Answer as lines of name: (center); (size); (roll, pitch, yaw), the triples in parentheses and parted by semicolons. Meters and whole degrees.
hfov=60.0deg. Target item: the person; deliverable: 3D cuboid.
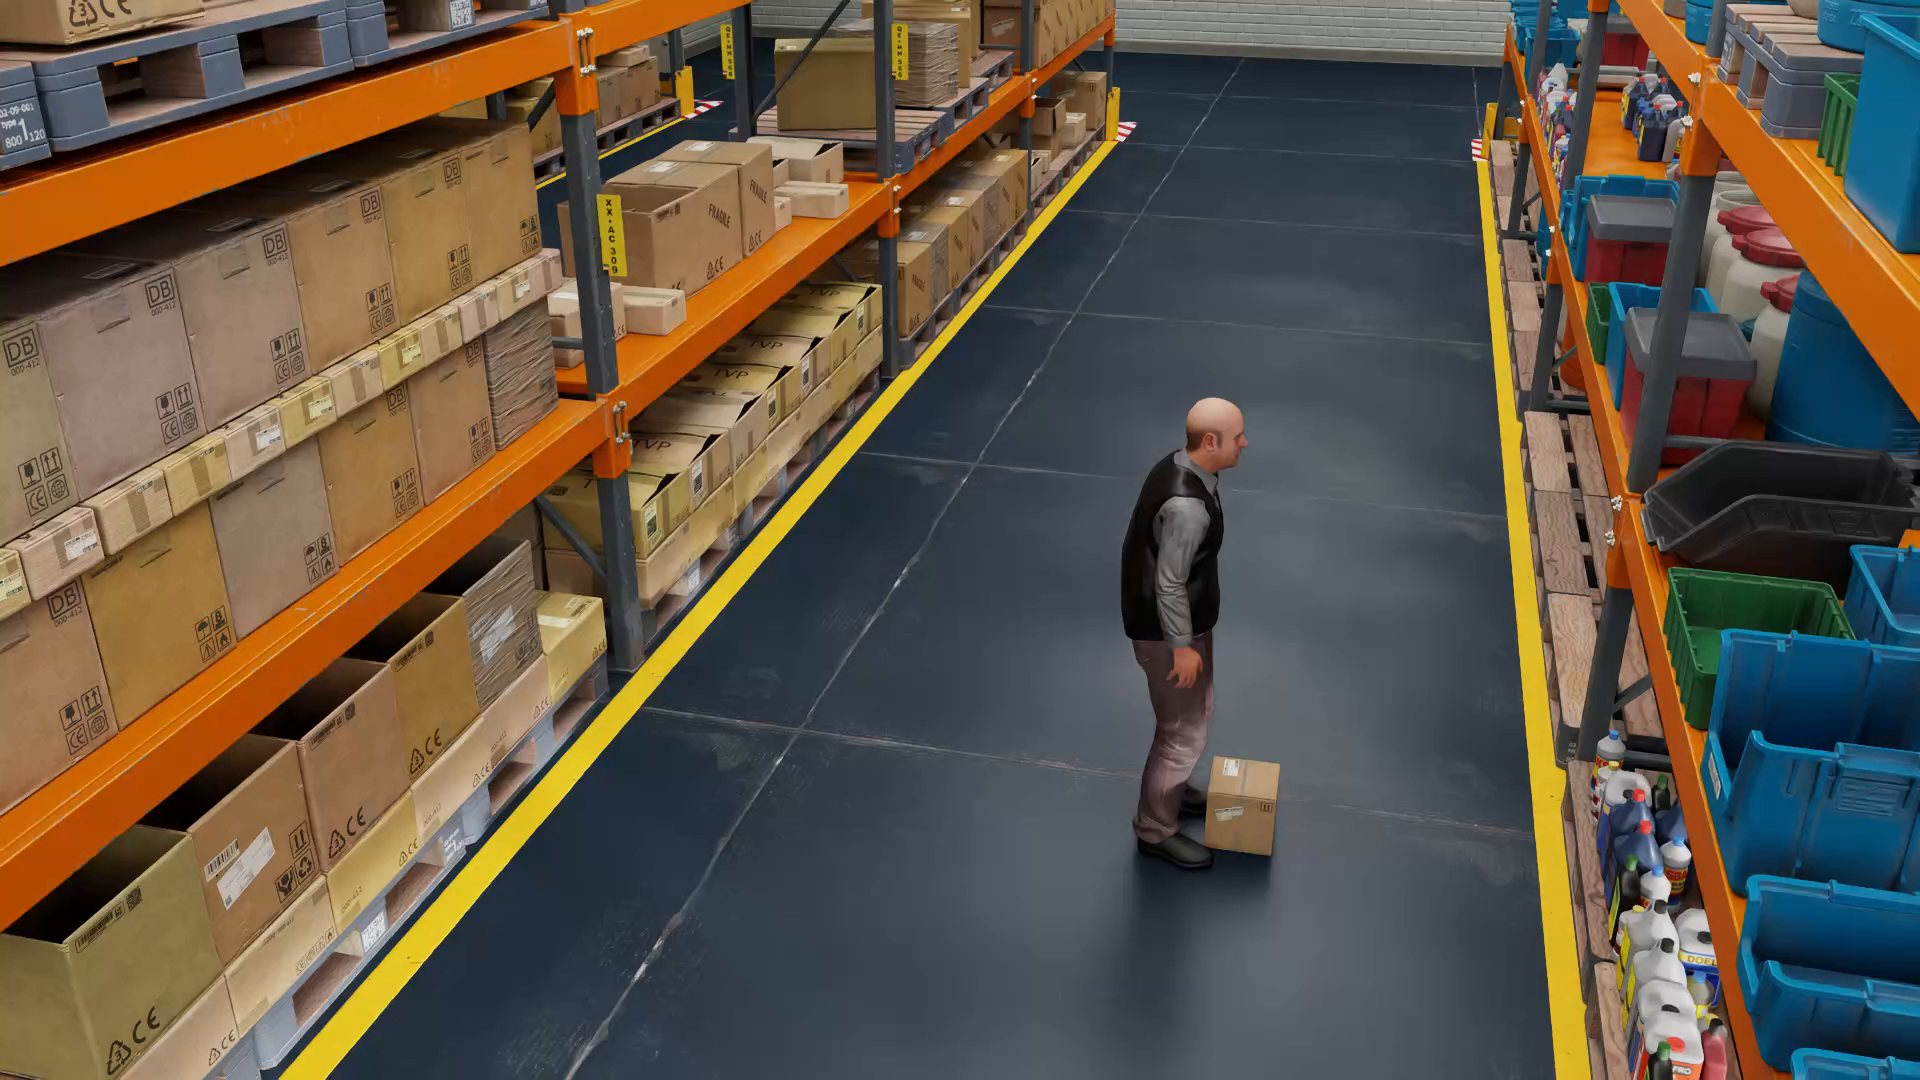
person: (0.785, 0.304, 5.991); (0.427, 1.719, 0.581); (5, 26, 10)
